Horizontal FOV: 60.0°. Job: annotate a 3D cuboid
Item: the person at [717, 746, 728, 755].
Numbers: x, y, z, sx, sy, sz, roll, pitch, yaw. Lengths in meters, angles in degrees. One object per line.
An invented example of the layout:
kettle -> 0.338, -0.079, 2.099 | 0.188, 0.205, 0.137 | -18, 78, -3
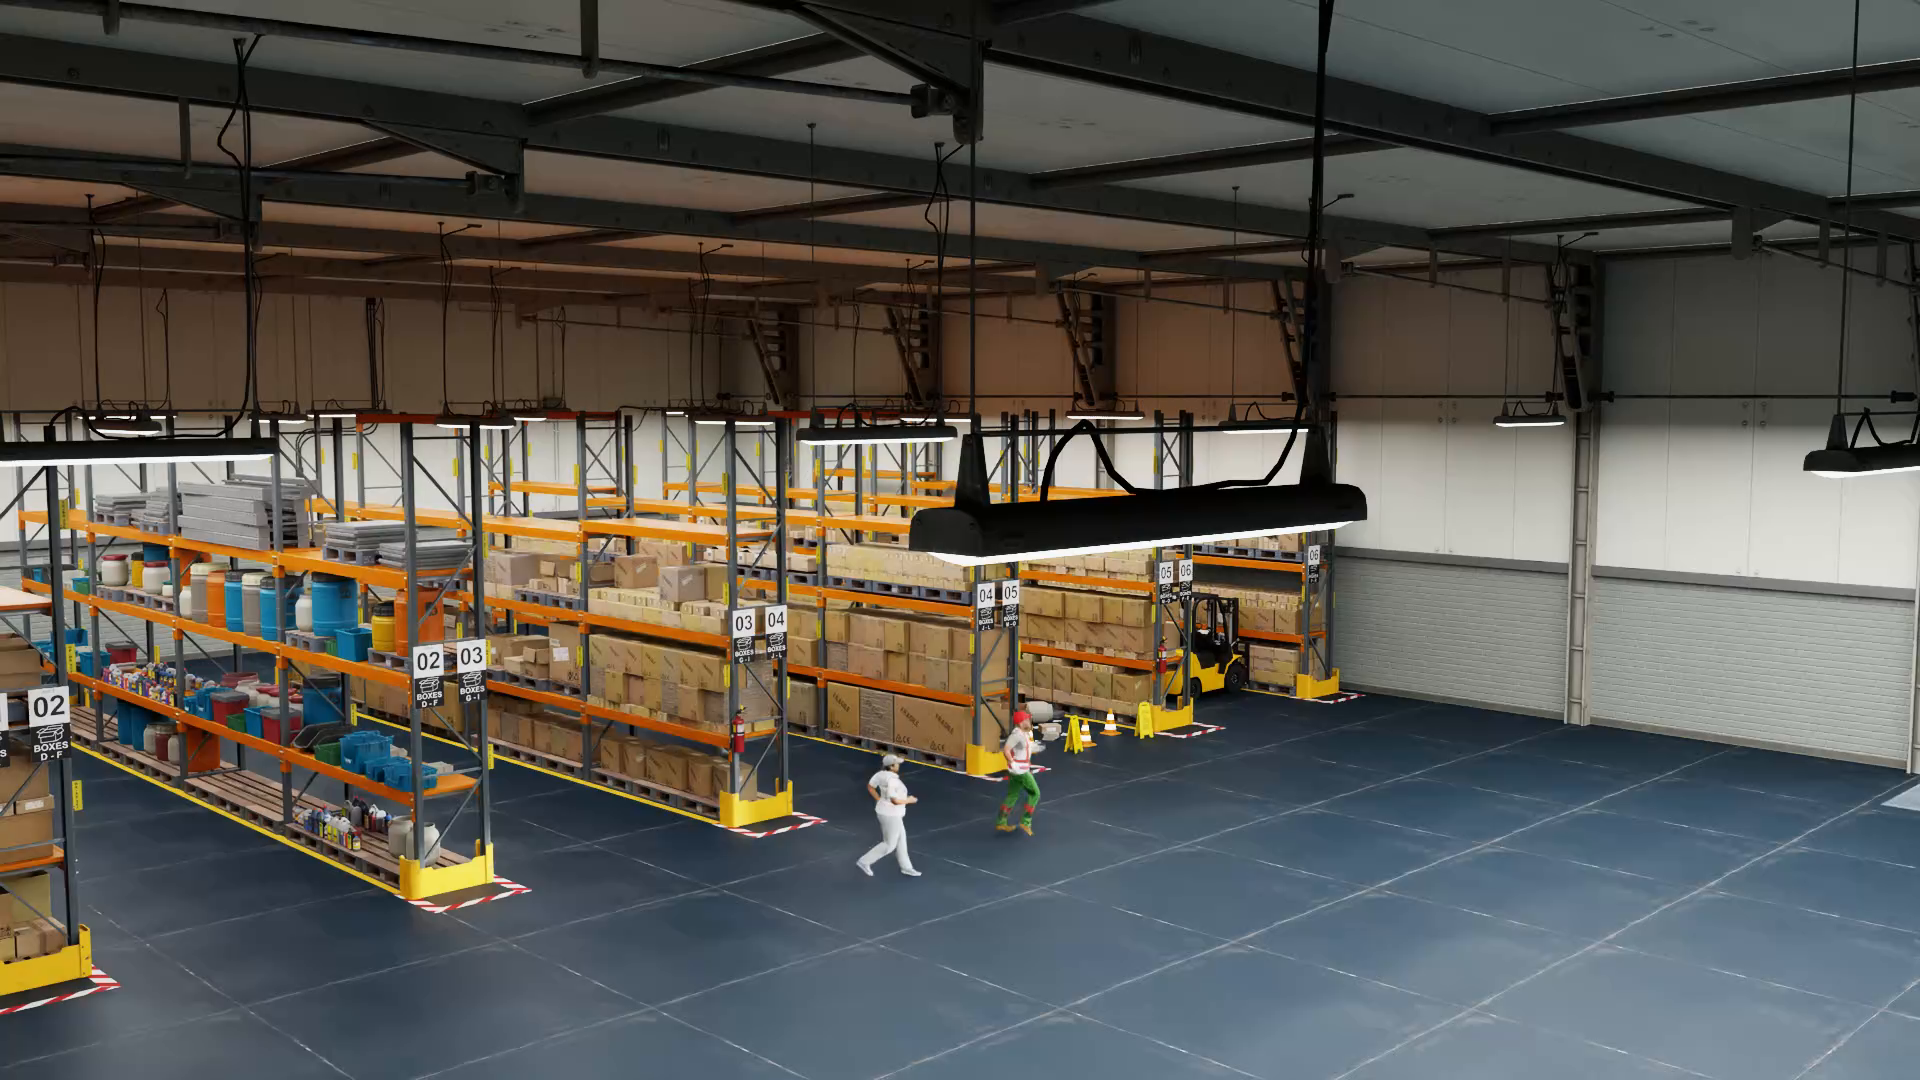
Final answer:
person -> -4.223, 2.922, 29.417 | 0.546, 1.729, 0.698 | 4, 7, 41

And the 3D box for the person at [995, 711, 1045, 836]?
person -> 0.870, 3.371, 24.020 | 0.754, 1.838, 0.616 | -1, 5, -7

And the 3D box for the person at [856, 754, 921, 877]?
person -> -0.930, 3.620, 21.685 | 0.923, 1.680, 0.606 | -2, 5, -19
